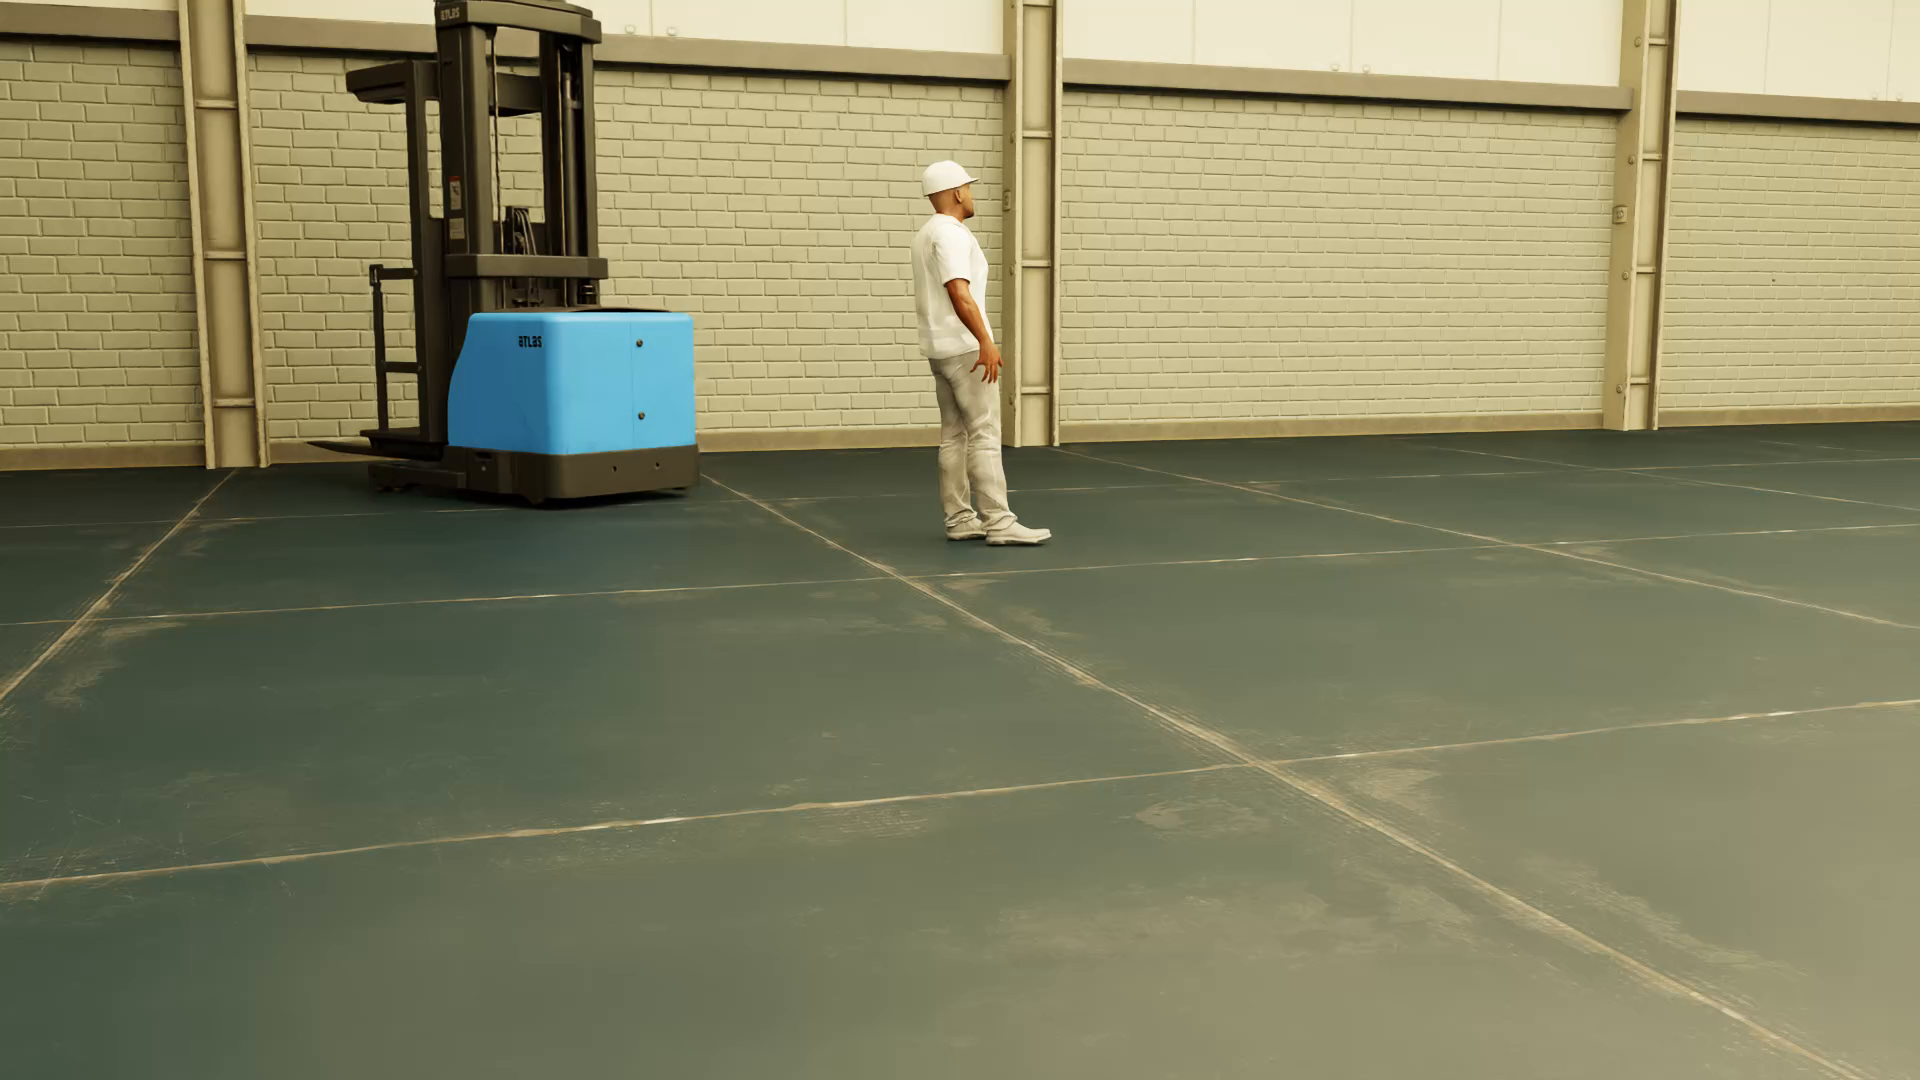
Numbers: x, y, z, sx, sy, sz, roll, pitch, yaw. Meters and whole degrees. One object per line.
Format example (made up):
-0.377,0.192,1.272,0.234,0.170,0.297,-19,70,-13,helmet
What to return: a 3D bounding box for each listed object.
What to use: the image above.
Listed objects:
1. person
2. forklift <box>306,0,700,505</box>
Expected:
0.068,-0.884,7.820,0.577,1.765,0.666,-3,8,-18,person
-2.982,-1.784,10.168,3.031,2.935,1.130,7,10,40,forklift
